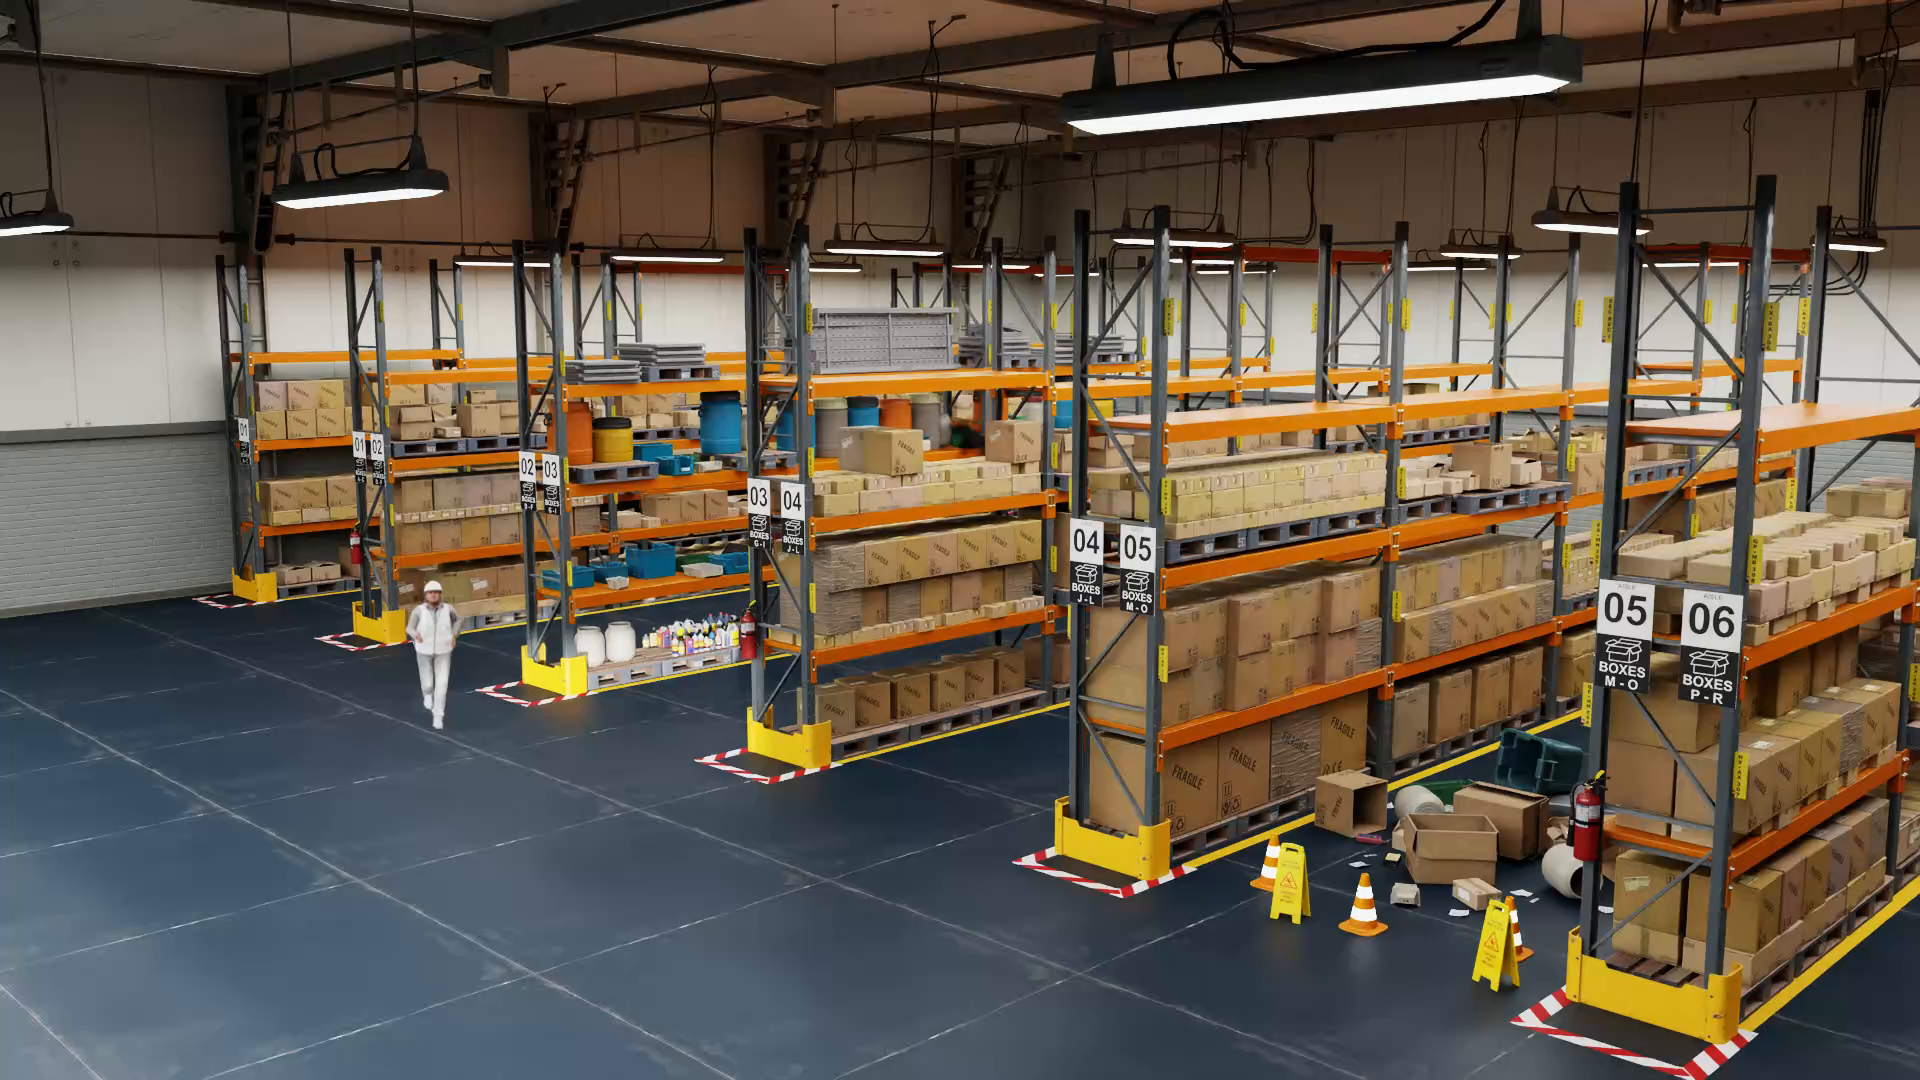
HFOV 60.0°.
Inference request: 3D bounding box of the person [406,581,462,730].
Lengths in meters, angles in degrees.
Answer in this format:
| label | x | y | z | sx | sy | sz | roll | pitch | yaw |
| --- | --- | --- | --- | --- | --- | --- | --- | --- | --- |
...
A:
| label | x | y | z | sx | sy | sz | roll | pitch | yaw |
| --- | --- | --- | --- | --- | --- | --- | --- | --- | --- |
| person | -6.525 | 1.387 | 20.624 | 0.635 | 1.785 | 0.927 | -3 | 9 | -19 |
